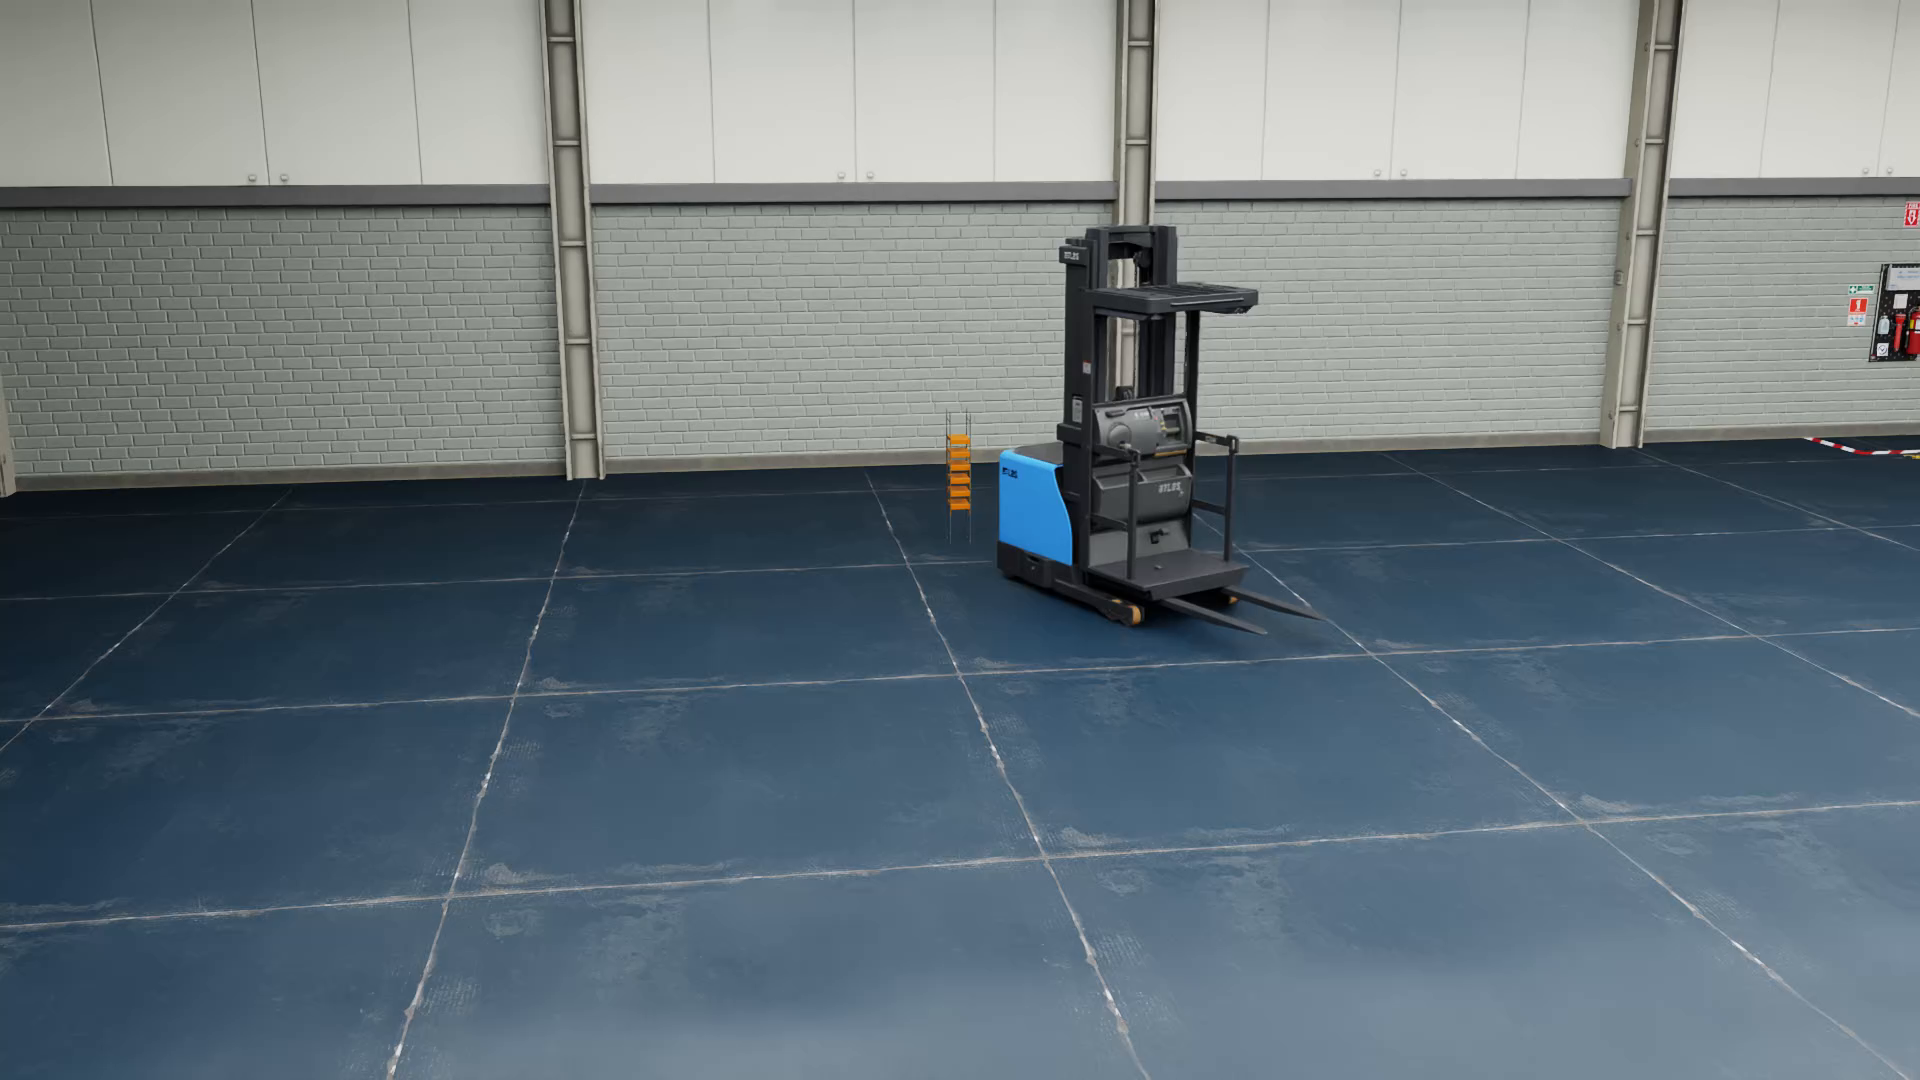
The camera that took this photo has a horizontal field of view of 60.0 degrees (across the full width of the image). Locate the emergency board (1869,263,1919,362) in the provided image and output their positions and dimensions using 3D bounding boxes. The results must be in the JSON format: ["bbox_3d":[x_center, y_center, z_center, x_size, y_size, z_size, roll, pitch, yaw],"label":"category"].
[{"bbox_3d":[11.311,-2.712,19.897,0.643,1.169,0.194,-2,14,-8],"label":"emergency board"}]

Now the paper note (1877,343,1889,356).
[{"bbox_3d":[11.125,-2.295,20.044,0.142,0.148,0.016,-2,14,-8],"label":"paper note"}]

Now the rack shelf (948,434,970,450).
[{"bbox_3d":[-0.014,-0.888,15.025,0.180,0.103,0.258,-2,14,-8],"label":"rack shelf"}]

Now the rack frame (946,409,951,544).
[{"bbox_3d":[-0.105,-0.578,15.089,0.006,1.200,0.240,-2,14,-8],"label":"rack frame"}]

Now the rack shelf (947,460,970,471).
[{"bbox_3d":[-0.014,-0.655,15.084,0.180,0.103,0.258,-2,14,-8],"label":"rack shelf"}]

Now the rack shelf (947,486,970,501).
[{"bbox_3d":[-0.014,-0.422,15.142,0.180,0.103,0.258,-2,14,-8],"label":"rack shelf"}]

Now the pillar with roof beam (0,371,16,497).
[{"bbox_3d":[-9.331,-3.797,11.890,0.400,9.000,9.100,-2,14,-8],"label":"pillar with roof beam"}]

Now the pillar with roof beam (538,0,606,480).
[{"bbox_3d":[-3.398,-4.014,12.757,0.400,9.000,9.100,-2,14,-8],"label":"pillar with roof beam"}]

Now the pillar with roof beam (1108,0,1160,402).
[{"bbox_3d":[2.535,-4.232,13.624,0.400,9.000,9.100,-2,14,-8],"label":"pillar with roof beam"}]

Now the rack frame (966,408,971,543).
[{"bbox_3d":[0.076,-0.585,15.115,0.006,1.200,0.240,-2,14,-8],"label":"rack frame"}]

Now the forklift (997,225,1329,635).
[{"bbox_3d":[1.554,-0.895,12.795,1.130,2.935,3.031,-9,17,-33],"label":"forklift"}]

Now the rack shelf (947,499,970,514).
[{"bbox_3d":[-0.014,-0.306,15.171,0.180,0.103,0.258,-2,14,-8],"label":"rack shelf"}]

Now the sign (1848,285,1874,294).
[{"bbox_3d":[10.754,-2.989,19.839,0.331,0.109,0.001,-2,14,-8],"label":"sign"}]

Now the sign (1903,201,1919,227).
[{"bbox_3d":[11.288,-3.860,19.709,0.199,0.298,0.001,-2,14,-8],"label":"sign"}]

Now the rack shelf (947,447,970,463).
[{"bbox_3d":[-0.014,-0.771,15.054,0.180,0.103,0.258,-2,14,-8],"label":"rack shelf"}]

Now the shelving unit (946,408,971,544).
[{"bbox_3d":[-0.014,-0.581,15.102,0.189,1.200,0.258,-2,14,-8],"label":"shelving unit"}]

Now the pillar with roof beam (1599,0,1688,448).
[{"bbox_3d":[8.468,-4.449,14.491,0.400,9.000,9.100,-2,14,-8],"label":"pillar with roof beam"}]

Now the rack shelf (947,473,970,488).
[{"bbox_3d":[-0.014,-0.538,15.113,0.180,0.103,0.258,-2,14,-8],"label":"rack shelf"}]

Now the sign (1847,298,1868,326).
[{"bbox_3d":[10.749,-2.734,19.911,0.234,0.329,0.001,-2,14,-8],"label":"sign"}]
